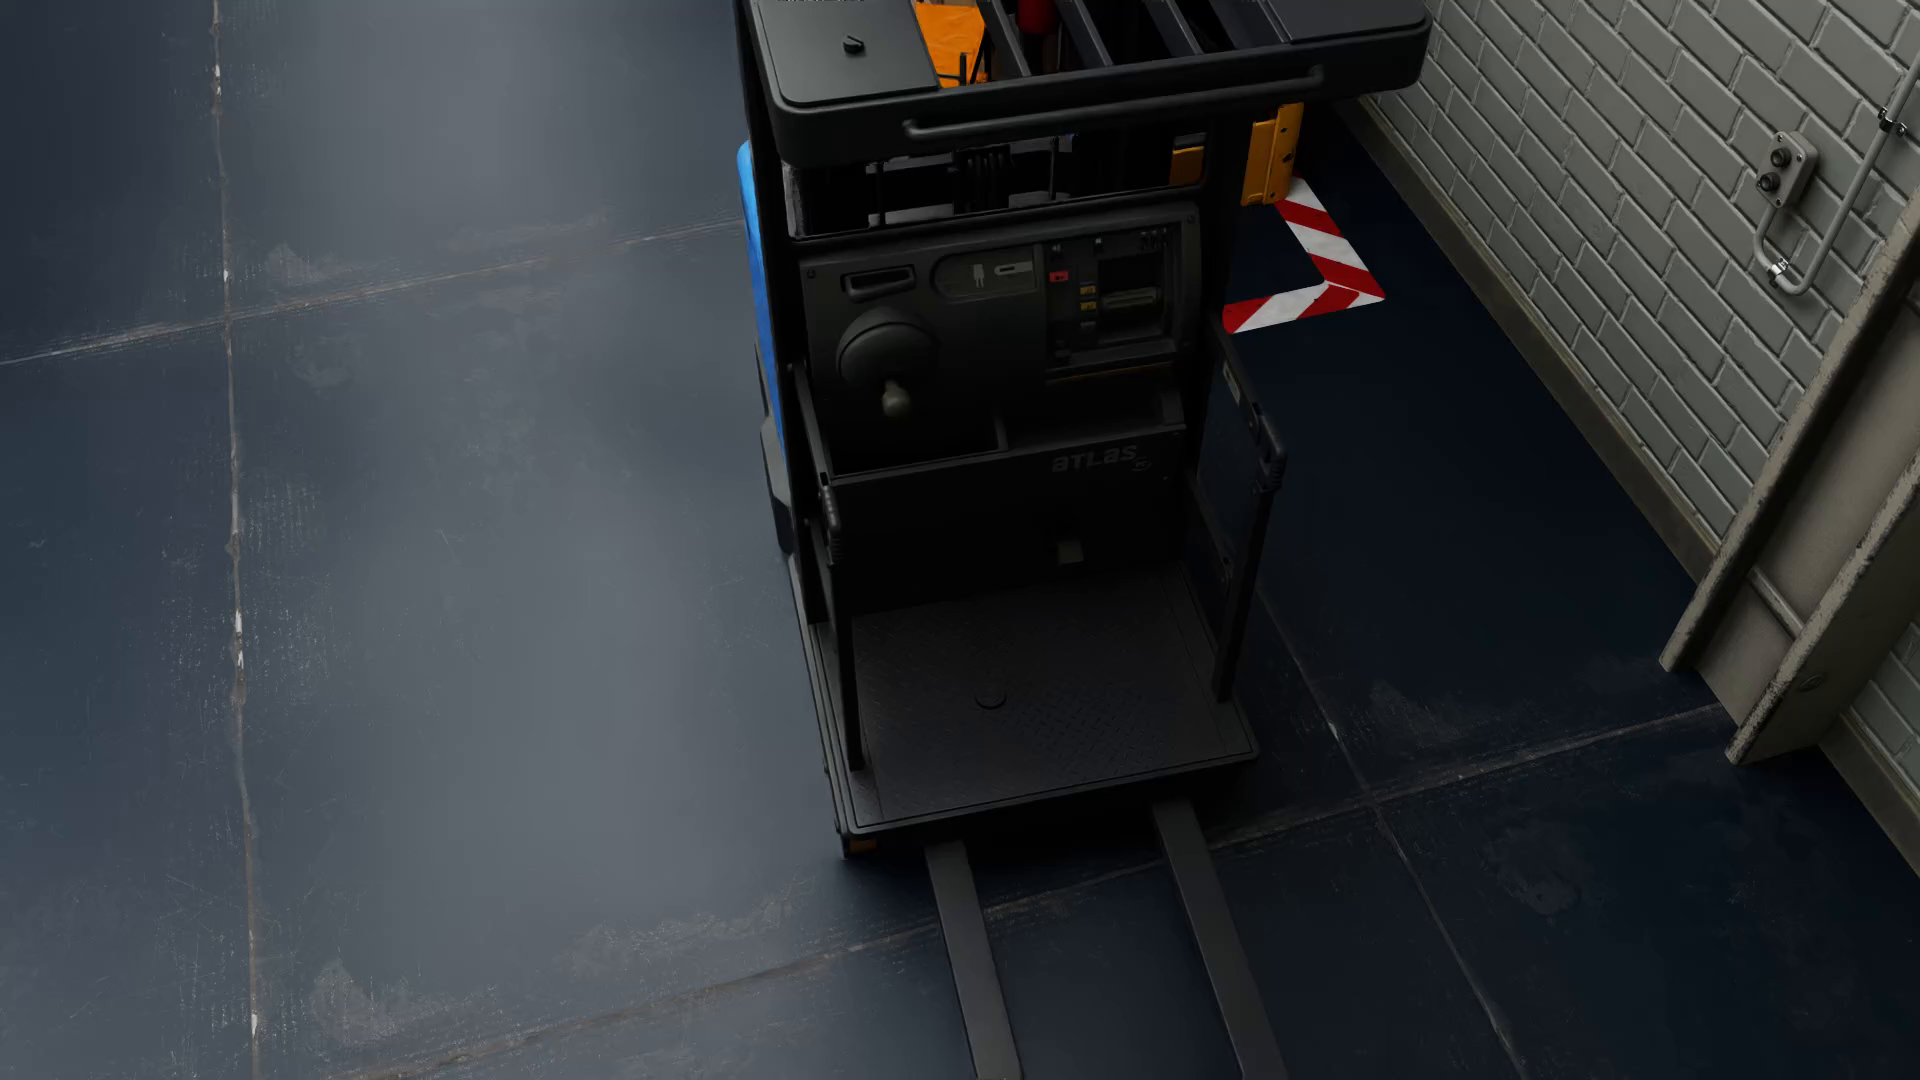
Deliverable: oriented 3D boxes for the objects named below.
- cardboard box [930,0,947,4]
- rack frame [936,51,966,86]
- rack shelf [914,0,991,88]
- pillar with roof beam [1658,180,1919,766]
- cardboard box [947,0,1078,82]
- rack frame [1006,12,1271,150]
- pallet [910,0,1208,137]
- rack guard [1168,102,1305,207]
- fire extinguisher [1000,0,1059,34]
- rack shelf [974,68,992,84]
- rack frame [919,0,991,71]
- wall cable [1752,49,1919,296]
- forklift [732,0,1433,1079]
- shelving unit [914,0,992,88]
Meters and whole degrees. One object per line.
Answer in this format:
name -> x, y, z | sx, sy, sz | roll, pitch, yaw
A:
cardboard box -> 0.207, -2.464, 6.726 | 0.700, 0.500, 0.500 | -13, 51, -11
rack frame -> -0.101, -1.059, 5.358 | 0.240, 1.200, 0.015 | 7, 50, 6
rack shelf -> -0.060, -1.497, 5.213 | 0.258, 0.148, 0.480 | 7, 50, 6
pillar with roof beam -> -1.830, -1.465, 0.599 | 9.100, 9.000, 0.400 | -13, 51, -11
cardboard box -> 0.355, -2.099, 6.418 | 0.700, 0.500, 0.500 | -13, 51, -11
rack frame -> 0.658, -2.281, 5.211 | 1.000, 3.000, 0.127 | -13, 51, -11
pallet -> 0.346, -1.948, 6.754 | 1.003, 0.211, 1.213 | -13, 51, -11
rack guard -> 0.665, -1.457, 6.152 | 1.175, 0.500, 0.348 | -13, 51, -11
fire extinguisher -> 0.261, -1.921, 5.202 | 0.296, 0.674, 0.183 | -13, 51, -11
rack shelf -> -0.060, -1.344, 5.394 | 0.258, 0.148, 0.480 | 7, 50, 6
rack frame -> -0.019, -1.427, 5.668 | 0.240, 1.200, 0.015 | 7, 50, 6
wall cable -> 1.940, -1.887, 4.214 | 0.084, 1.984, 1.851 | -13, 51, -11
forklift -> 0.152, -0.419, 3.687 | 1.130, 2.935, 3.031 | -10, 51, -8
shelving unit -> -0.060, -1.243, 5.513 | 0.258, 1.200, 0.503 | 7, 50, 6
